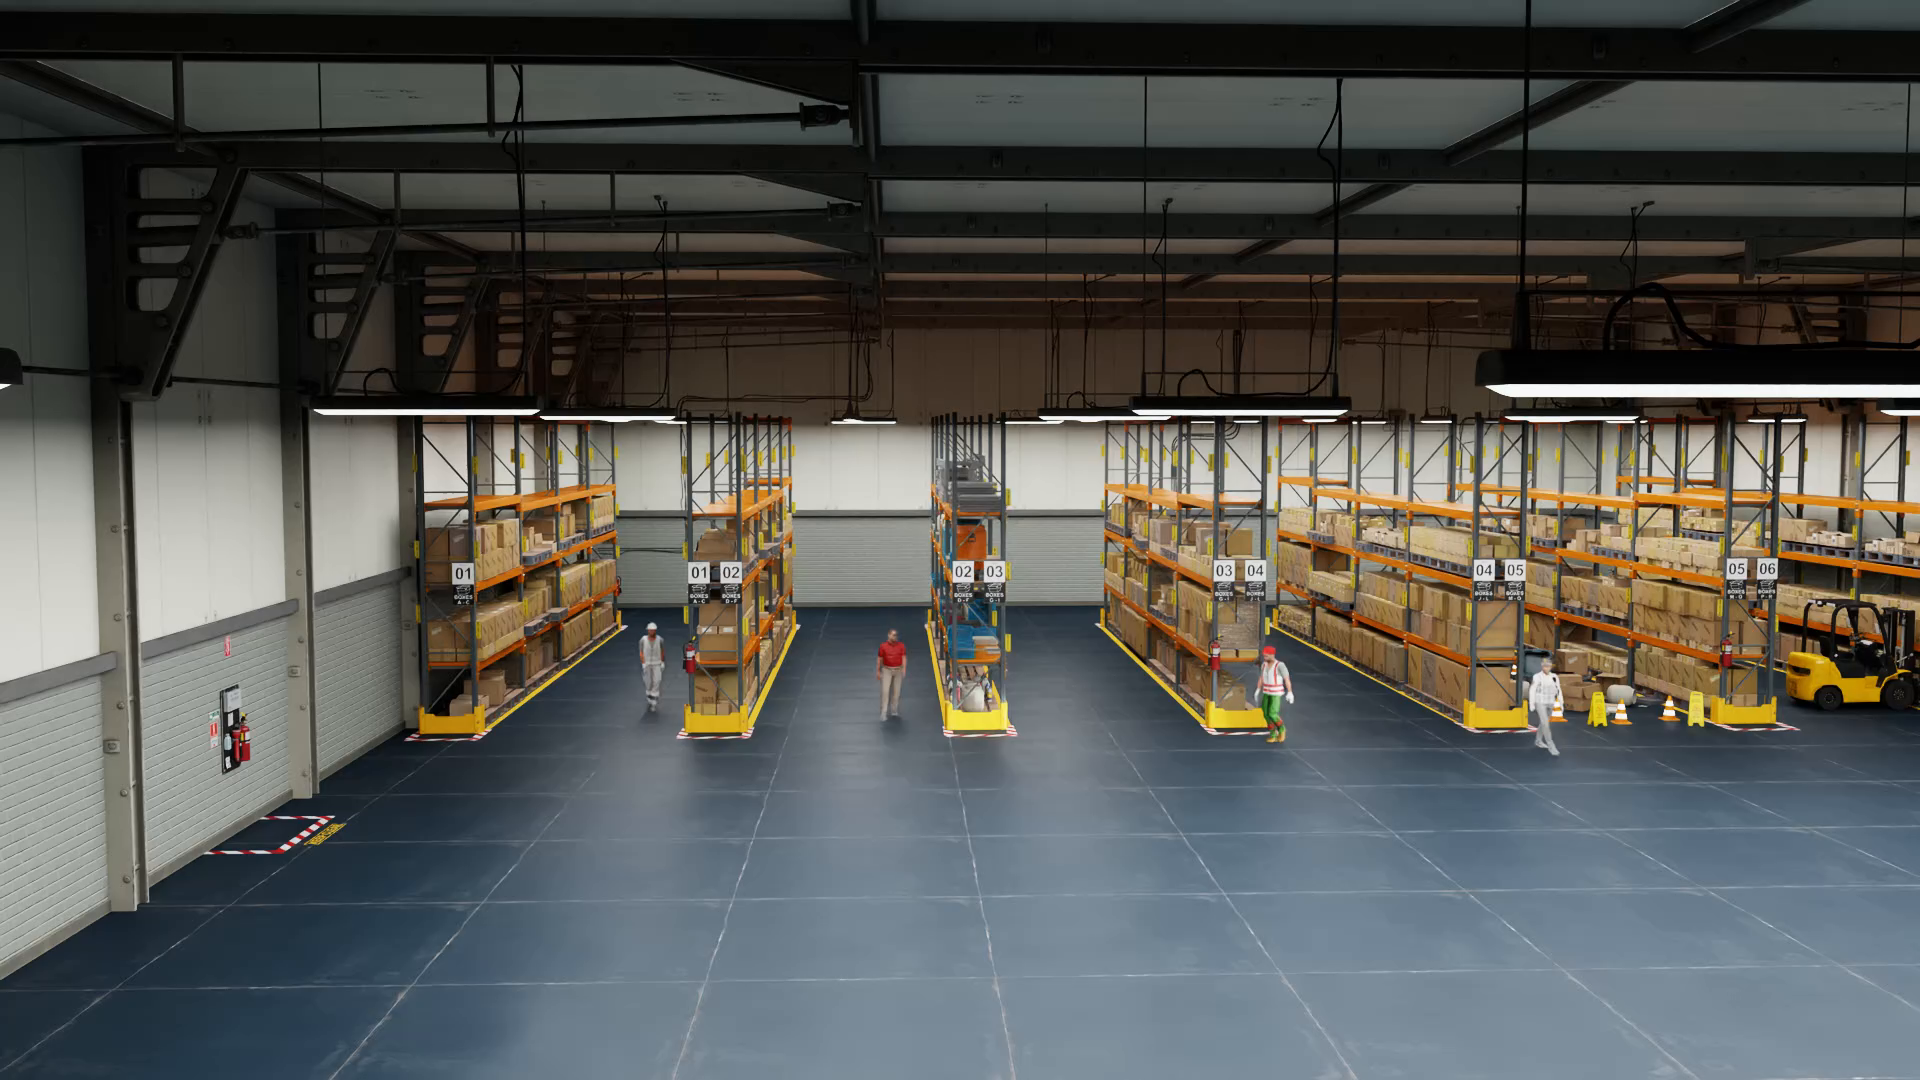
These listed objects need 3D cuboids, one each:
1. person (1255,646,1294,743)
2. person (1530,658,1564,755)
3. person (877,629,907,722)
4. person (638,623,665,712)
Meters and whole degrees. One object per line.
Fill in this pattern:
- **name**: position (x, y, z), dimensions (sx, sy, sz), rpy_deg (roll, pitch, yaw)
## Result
- **person**: position (5.679, 2.802, 30.091), dimensions (0.486, 1.761, 0.699), rpy_deg (-3, 5, -40)
- **person**: position (10.334, 2.893, 29.230), dimensions (0.514, 1.633, 0.881), rpy_deg (-1, 4, -11)
- **person**: position (-1.353, 2.637, 32.705), dimensions (0.649, 1.741, 0.685), rpy_deg (-2, 4, -21)
- **person**: position (-6.242, 2.551, 33.691), dimensions (0.525, 1.758, 0.910), rpy_deg (-1, 4, -11)
